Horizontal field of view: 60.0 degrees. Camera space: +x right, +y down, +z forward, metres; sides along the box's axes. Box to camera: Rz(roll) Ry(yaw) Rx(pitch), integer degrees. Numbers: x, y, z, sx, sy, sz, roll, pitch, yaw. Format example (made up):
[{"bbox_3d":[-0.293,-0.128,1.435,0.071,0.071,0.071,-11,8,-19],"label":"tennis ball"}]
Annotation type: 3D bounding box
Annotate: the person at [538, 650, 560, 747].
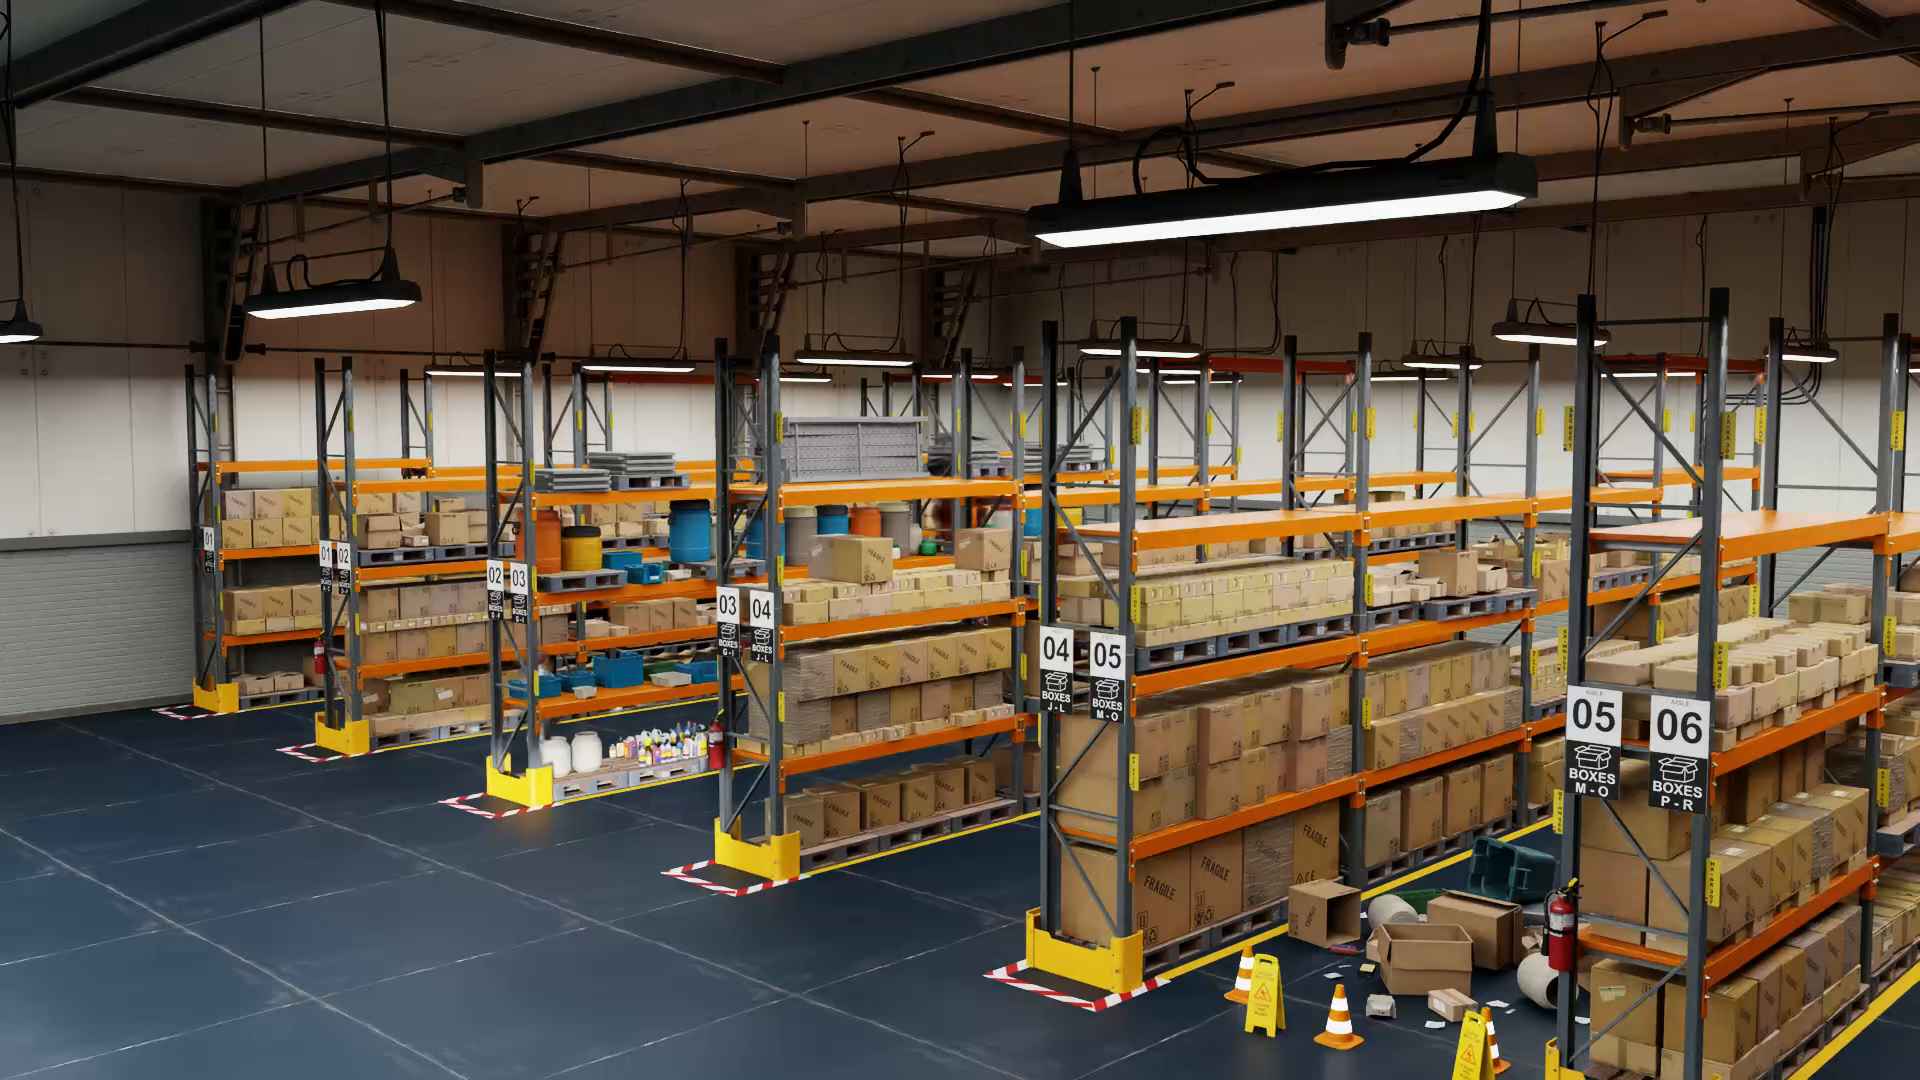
[{"bbox_3d":[-6.225,2.436,25.041,0.390,1.592,0.432,-1,4,-13],"label":"person"}]
